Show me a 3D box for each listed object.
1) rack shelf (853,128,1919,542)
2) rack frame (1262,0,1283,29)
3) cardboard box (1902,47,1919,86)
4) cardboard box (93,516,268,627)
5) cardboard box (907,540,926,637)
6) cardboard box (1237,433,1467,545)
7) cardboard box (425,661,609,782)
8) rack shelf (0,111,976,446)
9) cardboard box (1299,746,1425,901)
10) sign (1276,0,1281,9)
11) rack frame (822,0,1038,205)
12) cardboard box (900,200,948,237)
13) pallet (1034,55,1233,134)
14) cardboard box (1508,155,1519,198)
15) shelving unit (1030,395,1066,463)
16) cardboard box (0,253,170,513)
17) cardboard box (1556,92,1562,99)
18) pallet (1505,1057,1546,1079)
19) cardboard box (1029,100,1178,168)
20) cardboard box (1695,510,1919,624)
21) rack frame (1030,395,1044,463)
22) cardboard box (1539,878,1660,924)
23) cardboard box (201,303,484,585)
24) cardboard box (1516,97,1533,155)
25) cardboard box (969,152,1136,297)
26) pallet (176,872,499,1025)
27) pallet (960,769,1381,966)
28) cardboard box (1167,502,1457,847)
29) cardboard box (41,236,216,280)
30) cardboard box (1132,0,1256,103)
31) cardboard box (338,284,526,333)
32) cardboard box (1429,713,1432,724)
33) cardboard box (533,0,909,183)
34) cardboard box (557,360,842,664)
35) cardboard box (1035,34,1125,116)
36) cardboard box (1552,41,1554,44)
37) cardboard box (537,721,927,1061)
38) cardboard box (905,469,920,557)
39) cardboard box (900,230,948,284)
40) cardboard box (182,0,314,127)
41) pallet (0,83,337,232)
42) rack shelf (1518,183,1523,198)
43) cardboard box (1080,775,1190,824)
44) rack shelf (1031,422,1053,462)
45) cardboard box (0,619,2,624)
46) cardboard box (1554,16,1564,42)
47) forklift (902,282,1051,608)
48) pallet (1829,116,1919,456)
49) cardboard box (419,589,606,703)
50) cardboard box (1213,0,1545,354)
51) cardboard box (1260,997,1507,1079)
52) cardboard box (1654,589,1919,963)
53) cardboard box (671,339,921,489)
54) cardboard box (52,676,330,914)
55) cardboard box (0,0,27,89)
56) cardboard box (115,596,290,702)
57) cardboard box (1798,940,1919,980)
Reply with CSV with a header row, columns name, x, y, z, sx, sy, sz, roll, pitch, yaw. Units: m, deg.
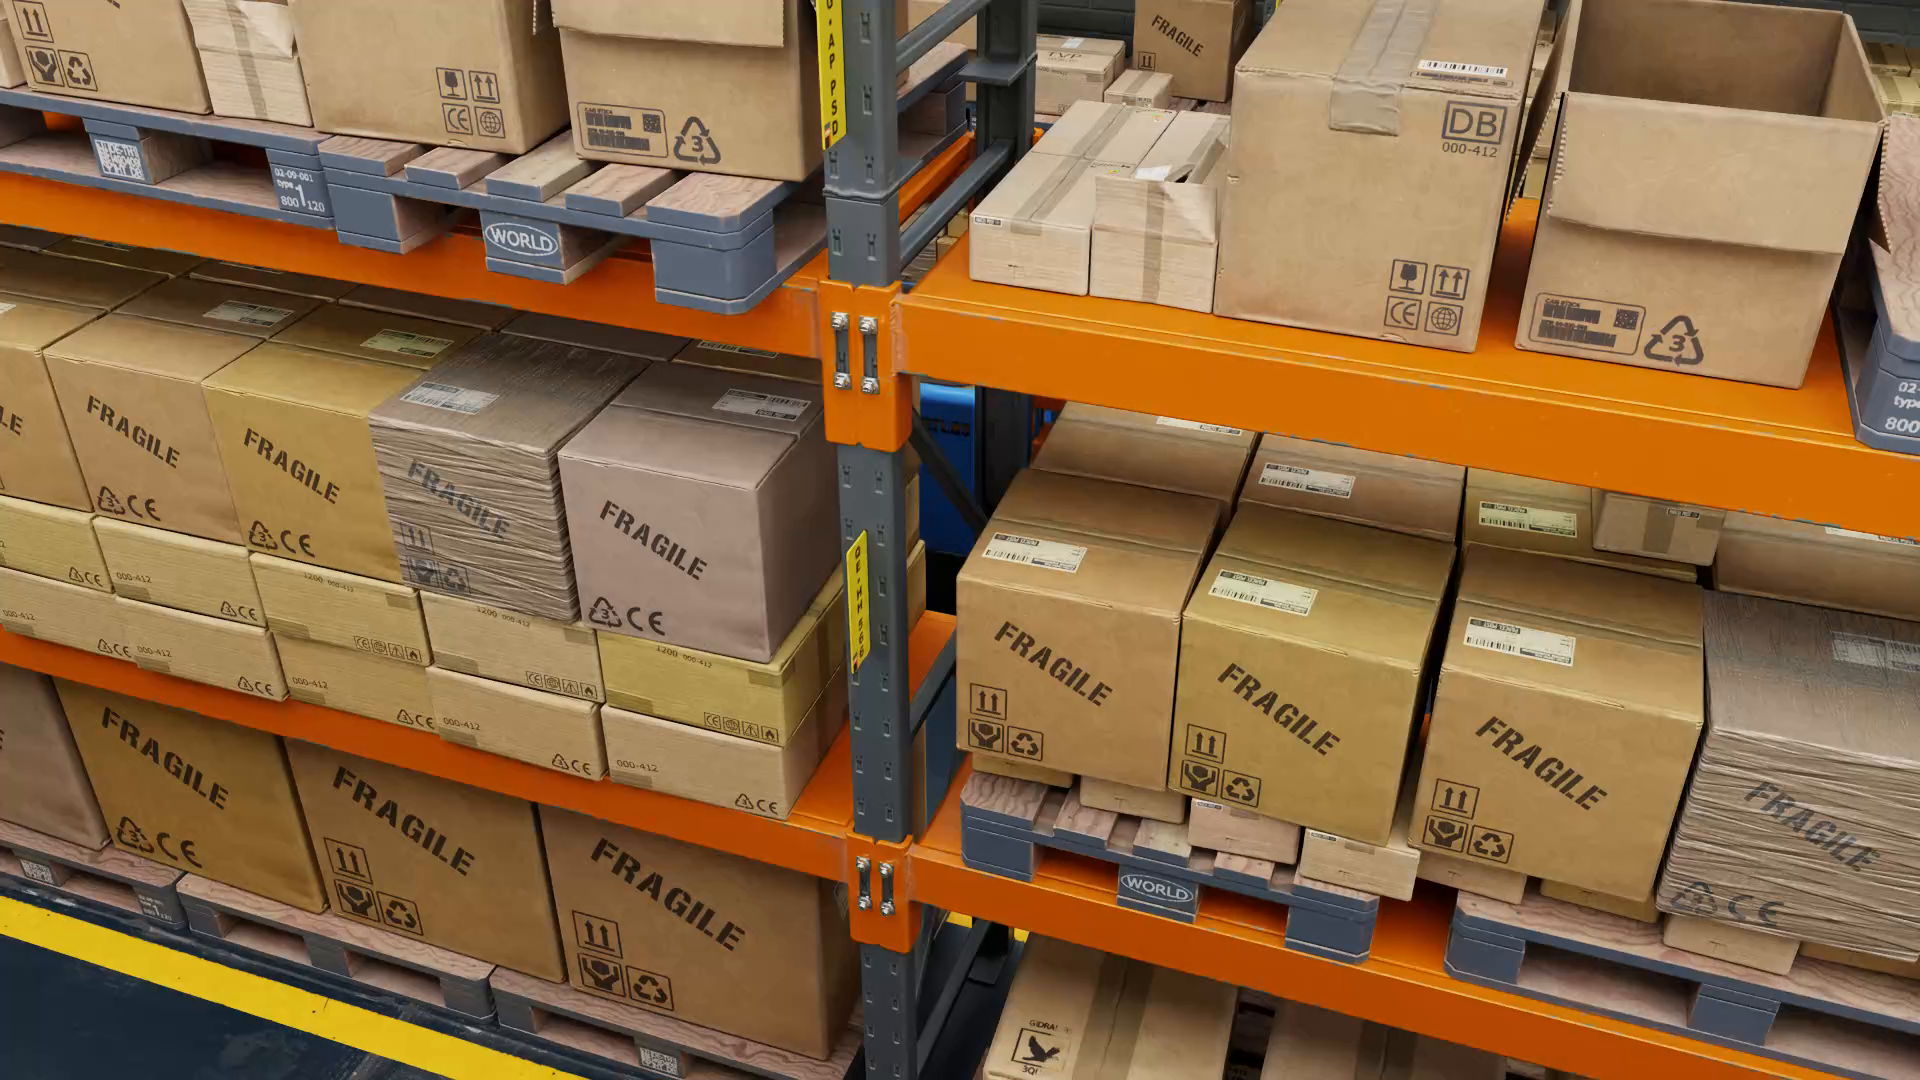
name,x,y,z,sx,sy,sz,roll,pitch,yaw
rack shelf,1.842,-0.249,3.268,4.000,0.370,1.077,11,34,16
rack frame,1.630,-2.192,8.380,0.127,3.000,1.000,11,34,16
cardboard box,4.420,-2.107,7.557,0.250,0.149,0.380,11,34,16
cardboard box,-2.044,-0.033,4.713,0.500,0.250,0.500,10,34,15
cardboard box,-0.417,0.188,4.831,0.500,0.250,0.500,10,34,16
cardboard box,0.971,0.030,4.185,0.500,0.500,0.500,10,34,16
cardboard box,-1.091,0.361,4.564,0.500,0.250,0.500,12,35,17
rack shelf,-1.924,-0.981,4.401,4.000,0.370,1.077,11,34,16
cardboard box,0.951,0.630,3.853,0.250,0.149,0.380,11,34,17
sign,1.456,-2.366,7.655,0.005,0.325,0.100,11,34,16
rack frame,-0.041,-2.177,2.826,0.127,3.000,1.000,11,34,16
cardboard box,-0.159,-1.809,9.106,0.250,0.149,0.380,9,34,14
pallet,0.968,-2.200,8.568,1.003,0.211,1.213,11,34,16
cardboard box,2.437,-1.829,7.955,0.500,0.250,0.500,10,34,15
shelving unit,0.457,-0.372,7.358,0.252,1.050,0.215,9,34,14
cardboard box,-2.530,-0.452,4.670,0.500,0.500,0.500,10,34,15
cardboard box,2.830,-2.144,7.615,0.250,0.149,0.380,11,35,17
pallet,1.839,1.883,4.640,1.213,0.211,1.003,11,34,16
cardboard box,0.327,-0.861,3.784,0.250,0.149,0.380,11,34,16
cardboard box,1.960,0.222,3.887,0.500,0.500,0.500,10,34,15
rack frame,0.340,-0.391,7.388,0.008,1.050,0.200,9,34,14
cardboard box,1.483,0.666,3.797,0.250,0.149,0.380,12,35,18
cardboard box,-1.567,-0.264,4.379,0.500,0.500,0.500,11,34,17
cardboard box,2.436,-2.041,7.823,0.500,0.250,0.500,12,35,18
cardboard box,0.198,-0.667,3.484,0.250,0.149,0.380,11,34,16
pallet,-1.902,1.108,5.840,1.213,0.211,1.003,11,34,16
pallet,0.666,0.500,4.387,1.003,0.211,1.213,11,34,16
cardboard box,0.798,0.292,3.779,0.500,0.500,0.500,13,35,19
cardboard box,-2.341,-0.704,5.060,0.500,0.500,0.500,12,35,18
cardboard box,1.198,-2.585,8.508,0.500,0.500,0.500,13,35,19
cardboard box,-1.375,-0.522,4.780,0.500,0.500,0.500,12,35,18
cardboard box,1.374,0.341,4.301,0.250,0.149,0.380,12,35,17
cardboard box,-0.447,-1.129,3.485,0.637,0.503,0.797,9,34,14
cardboard box,-0.616,-0.080,4.094,0.500,0.500,0.500,10,34,15
cardboard box,0.528,-2.333,8.350,0.500,0.250,0.500,9,34,14
cardboard box,3.099,-2.213,8.090,0.500,0.250,0.500,11,34,16
cardboard box,-0.663,0.891,5.177,0.875,0.875,0.875,11,34,16
cardboard box,-0.435,-0.023,4.697,0.500,0.250,0.500,11,34,16
cardboard box,-0.297,-1.563,9.323,0.500,0.500,0.500,10,34,15
cardboard box,-1.455,-1.110,3.676,0.258,0.266,0.396,10,34,15
pallet,-1.719,-1.132,4.146,1.213,0.211,1.003,13,35,19
rack shelf,3.513,-1.524,8.008,4.000,0.370,1.077,11,34,16
cardboard box,0.457,0.496,4.062,0.250,0.149,0.380,9,34,14
rack shelf,0.457,-0.363,7.364,0.240,0.259,0.215,9,34,14
cardboard box,-2.994,-0.017,5.149,0.500,0.250,0.500,10,34,15
cardboard box,2.986,-2.384,7.987,0.250,0.149,0.380,11,34,16
forklift,-1.140,-1.385,7.194,3.031,2.935,1.130,9,34,14
pallet,2.202,-0.462,3.107,1.003,0.211,1.213,11,34,16
cardboard box,-1.066,0.145,4.437,0.500,0.250,0.500,10,34,15
cardboard box,0.848,-0.780,3.336,0.500,0.500,0.700,11,34,16
cardboard box,1.185,1.510,4.681,0.625,0.372,0.950,10,34,16
cardboard box,1.768,0.481,3.486,0.500,0.500,0.500,10,34,15
cardboard box,-0.423,-0.334,4.488,0.500,0.500,0.500,10,34,15
cardboard box,-2.343,0.561,5.687,0.875,0.875,0.875,12,35,18
cardboard box,-2.204,-1.256,3.901,0.258,0.266,0.396,14,35,20
cardboard box,-2.049,0.182,4.842,0.500,0.250,0.500,10,34,16
cardboard box,1.978,0.756,3.658,0.250,0.149,0.380,10,34,15
